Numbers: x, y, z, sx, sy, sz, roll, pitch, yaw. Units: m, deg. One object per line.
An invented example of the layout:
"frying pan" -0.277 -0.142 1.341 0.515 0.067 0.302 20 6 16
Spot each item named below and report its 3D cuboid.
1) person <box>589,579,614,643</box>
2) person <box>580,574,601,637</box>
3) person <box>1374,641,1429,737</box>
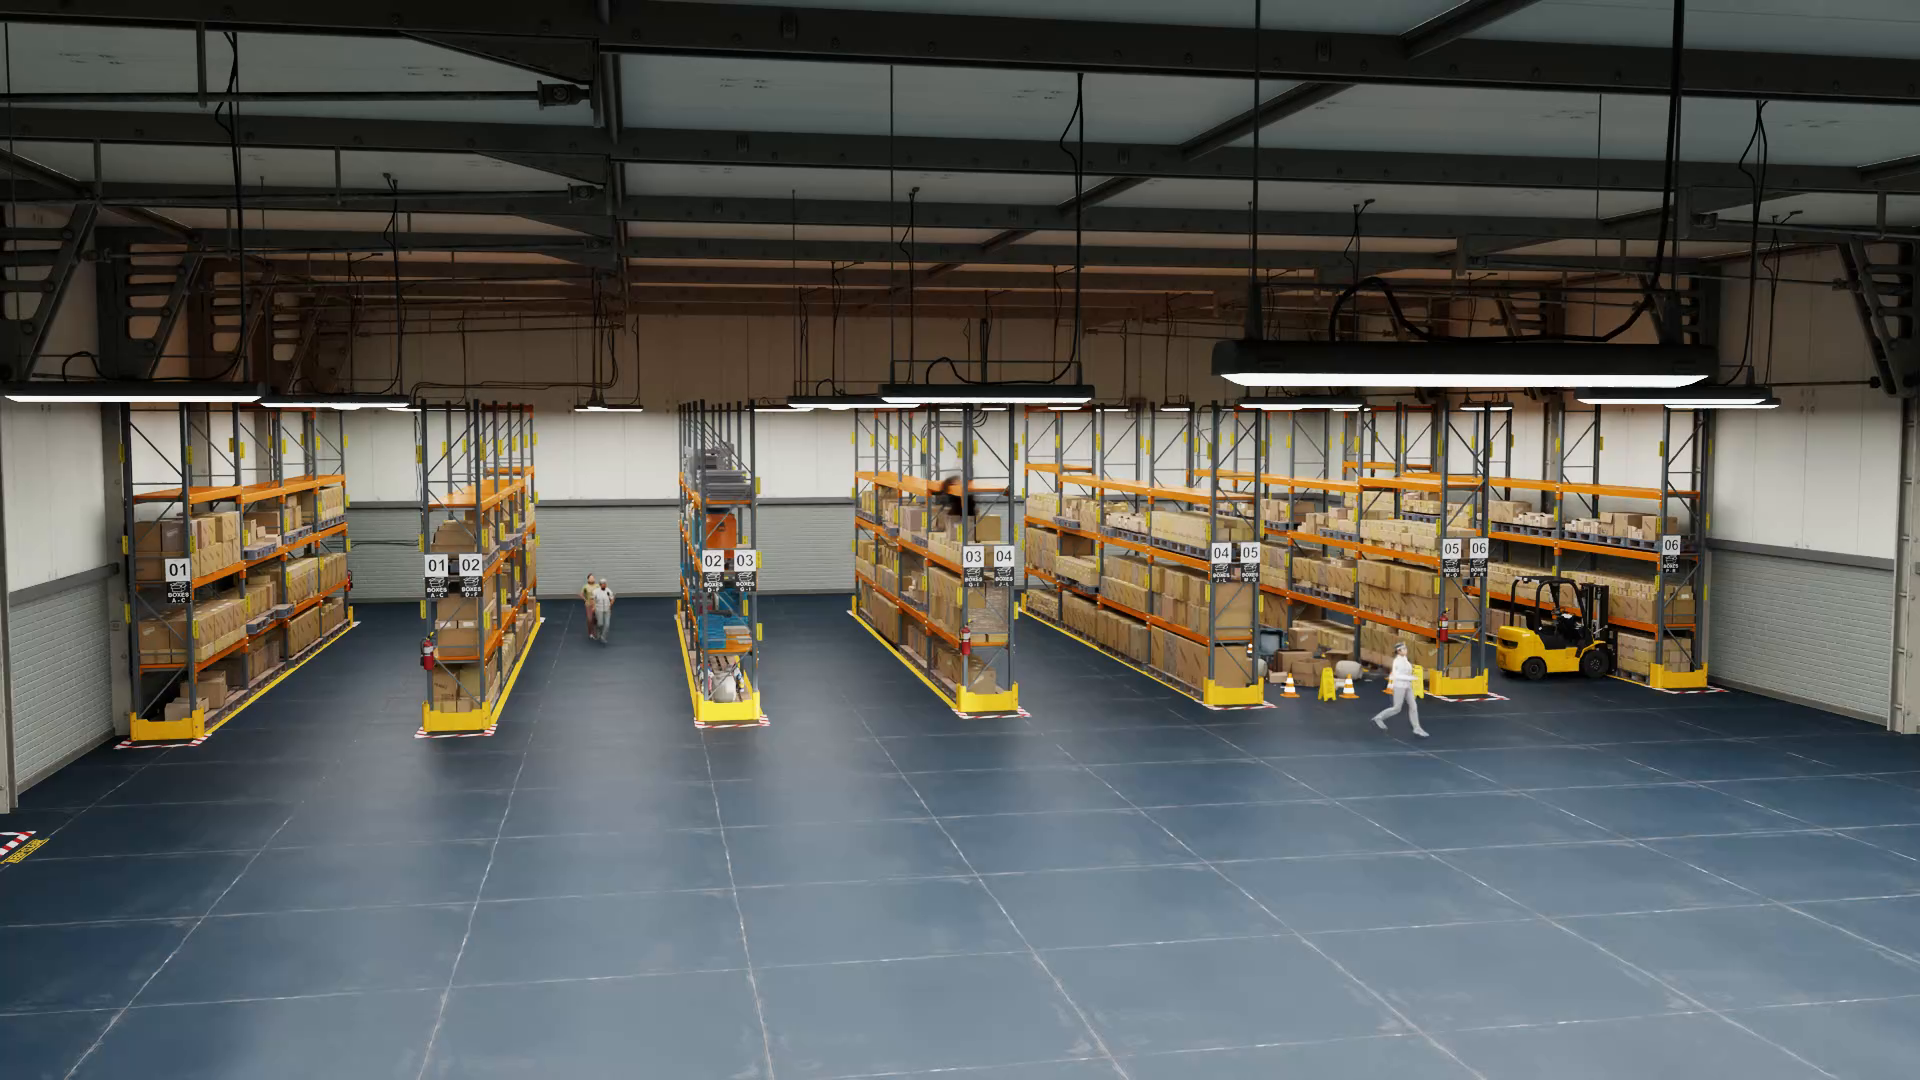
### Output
"person" -8.939 1.776 41.638 0.592 1.616 0.588 -2 5 -24
"person" -9.459 1.688 42.775 0.623 1.631 0.545 -1 5 -18
"person" 7.891 2.634 29.656 0.984 1.678 0.625 3 5 36
